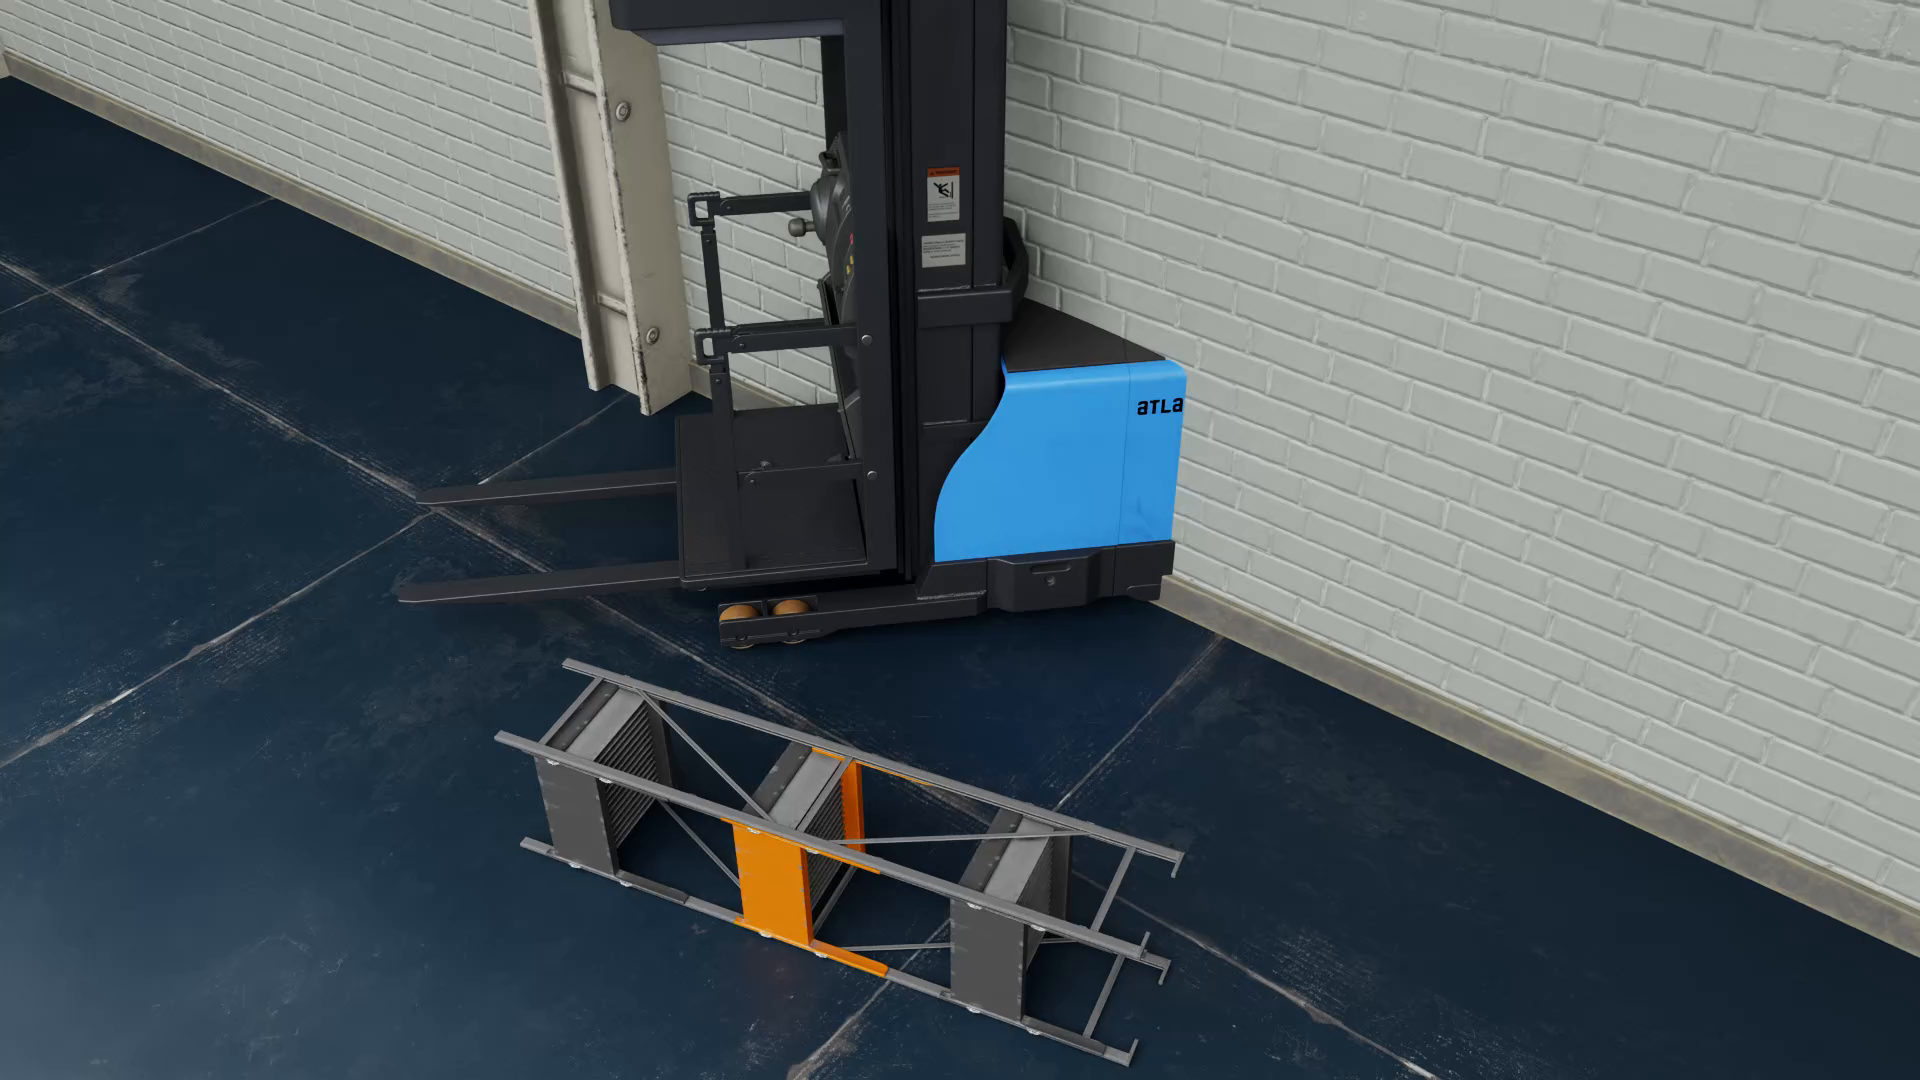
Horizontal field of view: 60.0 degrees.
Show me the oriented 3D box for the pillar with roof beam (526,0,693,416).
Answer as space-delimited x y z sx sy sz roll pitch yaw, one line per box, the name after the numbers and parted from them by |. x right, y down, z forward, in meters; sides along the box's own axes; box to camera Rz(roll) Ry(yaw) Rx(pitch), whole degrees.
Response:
-4.074 -2.140 2.183 0.400 9.000 9.100 25 45 29 | pillar with roof beam

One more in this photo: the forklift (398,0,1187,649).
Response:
-0.617 -1.097 5.773 3.031 2.935 1.130 -5 38 -7 | forklift

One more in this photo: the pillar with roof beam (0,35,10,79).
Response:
-8.840 -4.387 5.053 0.400 9.000 9.100 25 45 29 | pillar with roof beam

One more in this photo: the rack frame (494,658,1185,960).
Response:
-0.398 0.760 4.965 2.100 0.015 0.400 15 40 18 | rack frame

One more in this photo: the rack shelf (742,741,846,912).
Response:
-0.511 0.922 5.154 0.174 0.457 0.368 15 40 18 | rack shelf

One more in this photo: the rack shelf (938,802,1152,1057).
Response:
0.257 1.127 4.892 0.518 0.480 0.431 15 40 18 | rack shelf

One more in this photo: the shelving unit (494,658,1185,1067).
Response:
-0.398 0.952 5.115 2.100 0.503 0.431 15 40 18 | shelving unit

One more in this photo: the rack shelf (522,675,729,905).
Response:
-1.028 0.784 5.330 0.518 0.480 0.431 15 40 18 | rack shelf

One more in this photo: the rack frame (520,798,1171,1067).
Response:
-0.398 1.144 5.265 2.100 0.015 0.400 15 40 18 | rack frame
